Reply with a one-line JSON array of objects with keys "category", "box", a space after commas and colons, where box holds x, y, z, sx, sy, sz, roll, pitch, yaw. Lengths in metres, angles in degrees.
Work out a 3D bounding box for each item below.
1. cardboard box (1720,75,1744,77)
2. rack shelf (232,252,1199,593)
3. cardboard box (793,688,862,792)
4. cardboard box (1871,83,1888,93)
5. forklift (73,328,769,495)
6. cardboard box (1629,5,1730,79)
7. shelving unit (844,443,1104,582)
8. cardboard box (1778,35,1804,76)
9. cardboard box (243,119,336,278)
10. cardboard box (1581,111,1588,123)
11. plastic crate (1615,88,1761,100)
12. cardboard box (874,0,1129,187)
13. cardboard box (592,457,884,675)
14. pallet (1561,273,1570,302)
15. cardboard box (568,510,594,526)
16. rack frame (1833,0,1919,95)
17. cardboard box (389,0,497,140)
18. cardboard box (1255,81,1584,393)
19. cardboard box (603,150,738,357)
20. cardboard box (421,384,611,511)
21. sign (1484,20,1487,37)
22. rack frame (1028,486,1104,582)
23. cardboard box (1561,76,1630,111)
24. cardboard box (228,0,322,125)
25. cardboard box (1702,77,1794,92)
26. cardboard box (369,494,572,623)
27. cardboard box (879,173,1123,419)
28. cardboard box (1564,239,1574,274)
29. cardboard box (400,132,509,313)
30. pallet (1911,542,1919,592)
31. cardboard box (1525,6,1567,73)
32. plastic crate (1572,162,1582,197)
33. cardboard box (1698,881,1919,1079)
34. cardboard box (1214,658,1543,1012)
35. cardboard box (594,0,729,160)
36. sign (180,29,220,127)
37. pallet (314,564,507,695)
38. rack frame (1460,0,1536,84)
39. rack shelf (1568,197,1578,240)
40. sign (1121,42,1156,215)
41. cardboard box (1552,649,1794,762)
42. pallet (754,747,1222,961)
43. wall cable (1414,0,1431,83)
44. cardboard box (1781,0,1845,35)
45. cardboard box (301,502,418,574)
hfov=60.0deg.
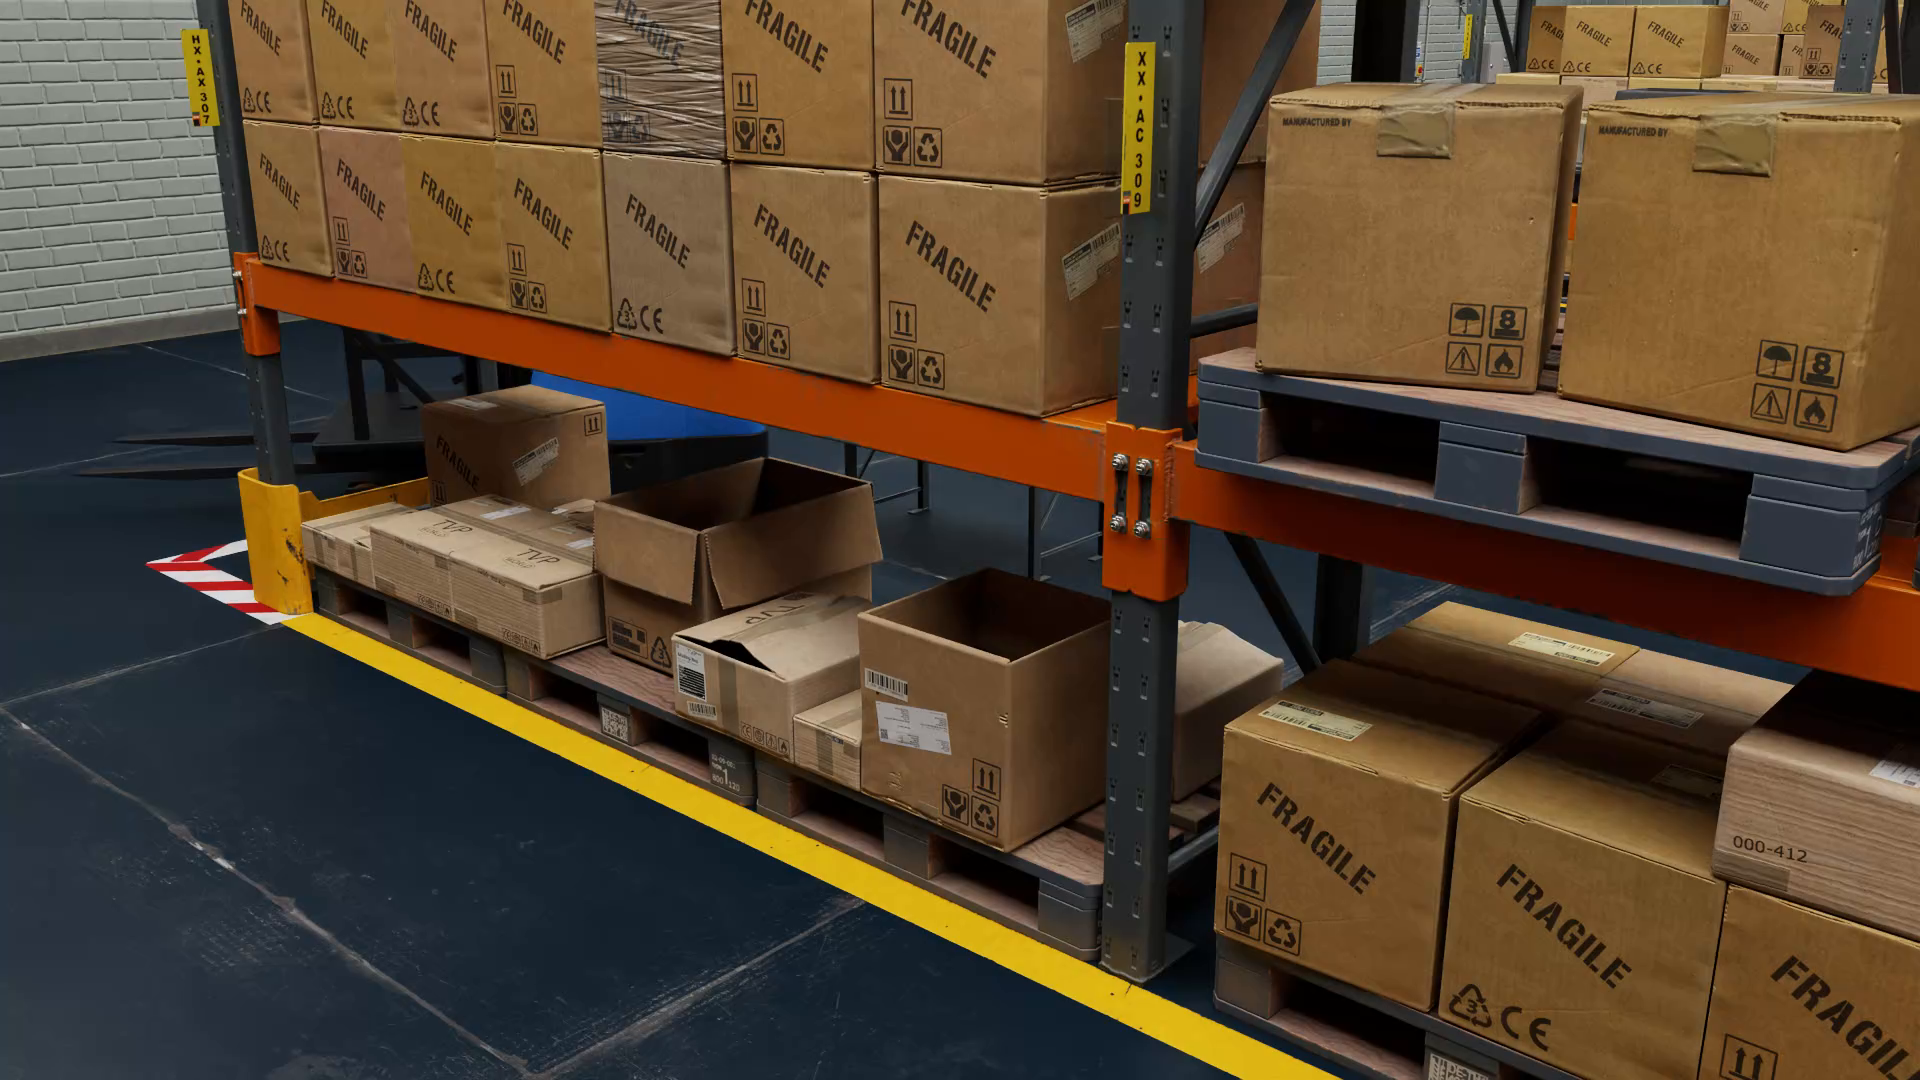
[{"category": "cardboard box", "box": [5.591, -3.391, 12.594, 0.500, 0.250, 0.500, 14, 22, 37]}, {"category": "rack shelf", "box": [-0.790, -0.577, 5.161, 4.000, 0.370, 1.077, 15, 23, 39]}, {"category": "cardboard box", "box": [-0.229, 0.519, 4.504, 0.250, 0.149, 0.380, 15, 23, 39]}, {"category": "cardboard box", "box": [6.391, -2.962, 11.242, 0.500, 0.250, 0.500, 16, 24, 41]}, {"category": "forklift", "box": [-2.456, -1.655, 7.482, 3.031, 2.935, 1.130, -3, 18, -10]}, {"category": "cardboard box", "box": [5.238, -3.629, 12.105, 0.500, 0.500, 0.500, 14, 23, 38]}, {"category": "shelving unit", "box": [0.064, -0.698, 6.831, 1.048, 1.500, 0.538, 15, 23, 39]}, {"category": "cardboard box", "box": [8.230, -4.599, 15.987, 0.500, 0.500, 0.500, 15, 23, 39]}, {"category": "cardboard box", "box": [-2.129, -1.220, 5.833, 0.500, 0.500, 0.500, 16, 23, 40]}, {"category": "cardboard box", "box": [4.723, -3.194, 12.632, 0.250, 0.149, 0.380, 14, 23, 38]}, {"category": "plastic crate", "box": [3.495, -1.933, 8.040, 0.583, 0.464, 0.402, 15, 23, 39]}, {"category": "cardboard box", "box": [0.156, -1.086, 3.755, 0.500, 0.500, 0.500, 15, 23, 40]}, {"category": "cardboard box", "box": [-0.703, 0.086, 5.282, 0.637, 0.503, 0.797, 15, 23, 39]}, {"category": "pallet", "box": [4.942, -2.090, 13.349, 1.213, 0.211, 1.003, 15, 23, 39]}, {"category": "cardboard box", "box": [-1.025, 0.030, 5.876, 0.500, 0.250, 0.500, 15, 23, 39]}, {"category": "rack frame", "box": [3.996, -1.638, 7.315, 0.127, 3.000, 1.000, 15, 23, 39]}, {"category": "cardboard box", "box": [-1.362, -1.492, 5.037, 0.500, 0.500, 0.500, 15, 23, 40]}, {"category": "cardboard box", "box": [0.912, -0.621, 3.249, 0.500, 0.500, 0.700, 7, 19, 21]}, {"category": "cardboard box", "box": [-0.611, -0.814, 4.553, 0.500, 0.500, 0.500, 16, 23, 40]}, {"category": "cardboard box", "box": [-1.716, -0.286, 6.460, 0.500, 0.500, 0.500, 15, 23, 39]}, {"category": "sign", "box": [7.949, -7.800, 25.365, 0.001, 0.242, 0.339, 15, 23, 39]}, {"category": "rack frame", "box": [0.444, -0.596, 6.509, 0.032, 1.500, 0.500, 15, 23, 39]}, {"category": "cardboard box", "box": [4.865, -3.372, 12.534, 0.500, 0.250, 0.500, 15, 23, 39]}, {"category": "cardboard box", "box": [-2.129, -1.697, 5.682, 0.500, 0.500, 0.500, 16, 24, 41]}, {"category": "cardboard box", "box": [5.632, -3.167, 11.888, 0.500, 0.250, 0.500, 14, 23, 38]}, {"category": "cardboard box", "box": [-1.694, 0.053, 5.804, 0.500, 0.250, 0.500, 15, 23, 39]}, {"category": "cardboard box", "box": [0.162, -0.608, 3.905, 0.500, 0.500, 0.500, 16, 23, 40]}, {"category": "cardboard box", "box": [4.824, -2.639, 13.287, 0.875, 0.875, 0.875, 15, 23, 39]}, {"category": "cardboard box", "box": [-1.366, -1.017, 5.191, 0.500, 0.500, 0.500, 15, 23, 39]}, {"category": "pallet", "box": [2.240, -0.013, 2.512, 1.213, 0.211, 1.003, 15, 23, 39]}, {"category": "cardboard box", "box": [4.831, -3.951, 13.120, 0.500, 0.500, 0.500, 15, 23, 40]}, {"category": "plastic crate", "box": [2.981, -1.700, 7.865, 0.590, 0.125, 0.437, 15, 23, 39]}, {"category": "cardboard box", "box": [1.681, 0.822, 2.967, 0.500, 0.500, 0.500, 15, 23, 40]}, {"category": "cardboard box", "box": [0.906, 0.616, 3.618, 0.500, 0.500, 0.500, 14, 22, 37]}, {"category": "cardboard box", "box": [-0.606, -1.289, 4.397, 0.500, 0.500, 0.500, 15, 23, 40]}, {"category": "sign", "box": [-2.646, -1.611, 5.799, 0.005, 0.325, 0.100, 15, 23, 39]}, {"category": "pallet", "box": [-1.632, 0.183, 6.187, 1.213, 0.211, 1.003, 15, 23, 39]}, {"category": "rack frame", "box": [4.292, -3.562, 13.377, 0.127, 3.000, 1.000, 15, 23, 39]}, {"category": "rack shelf", "box": [2.501, -1.697, 8.690, 4.000, 0.370, 1.077, 15, 23, 39]}, {"category": "sign", "box": [0.351, -0.807, 3.264, 0.005, 0.325, 0.100, 15, 23, 39]}, {"category": "cardboard box", "box": [1.629, 0.599, 3.671, 0.500, 0.500, 0.500, 15, 23, 39]}, {"category": "pallet", "box": [0.193, 0.673, 4.643, 1.213, 0.211, 1.003, 15, 23, 39]}, {"category": "wall cable", "box": [6.637, -7.430, 23.834, 0.123, 1.953, 0.585, 15, 23, 39]}, {"category": "cardboard box", "box": [8.201, -5.080, 15.850, 0.500, 0.500, 0.500, 16, 24, 41]}, {"category": "cardboard box", "box": [-2.201, -0.011, 6.172, 0.250, 0.149, 0.380, 15, 23, 39]}]
